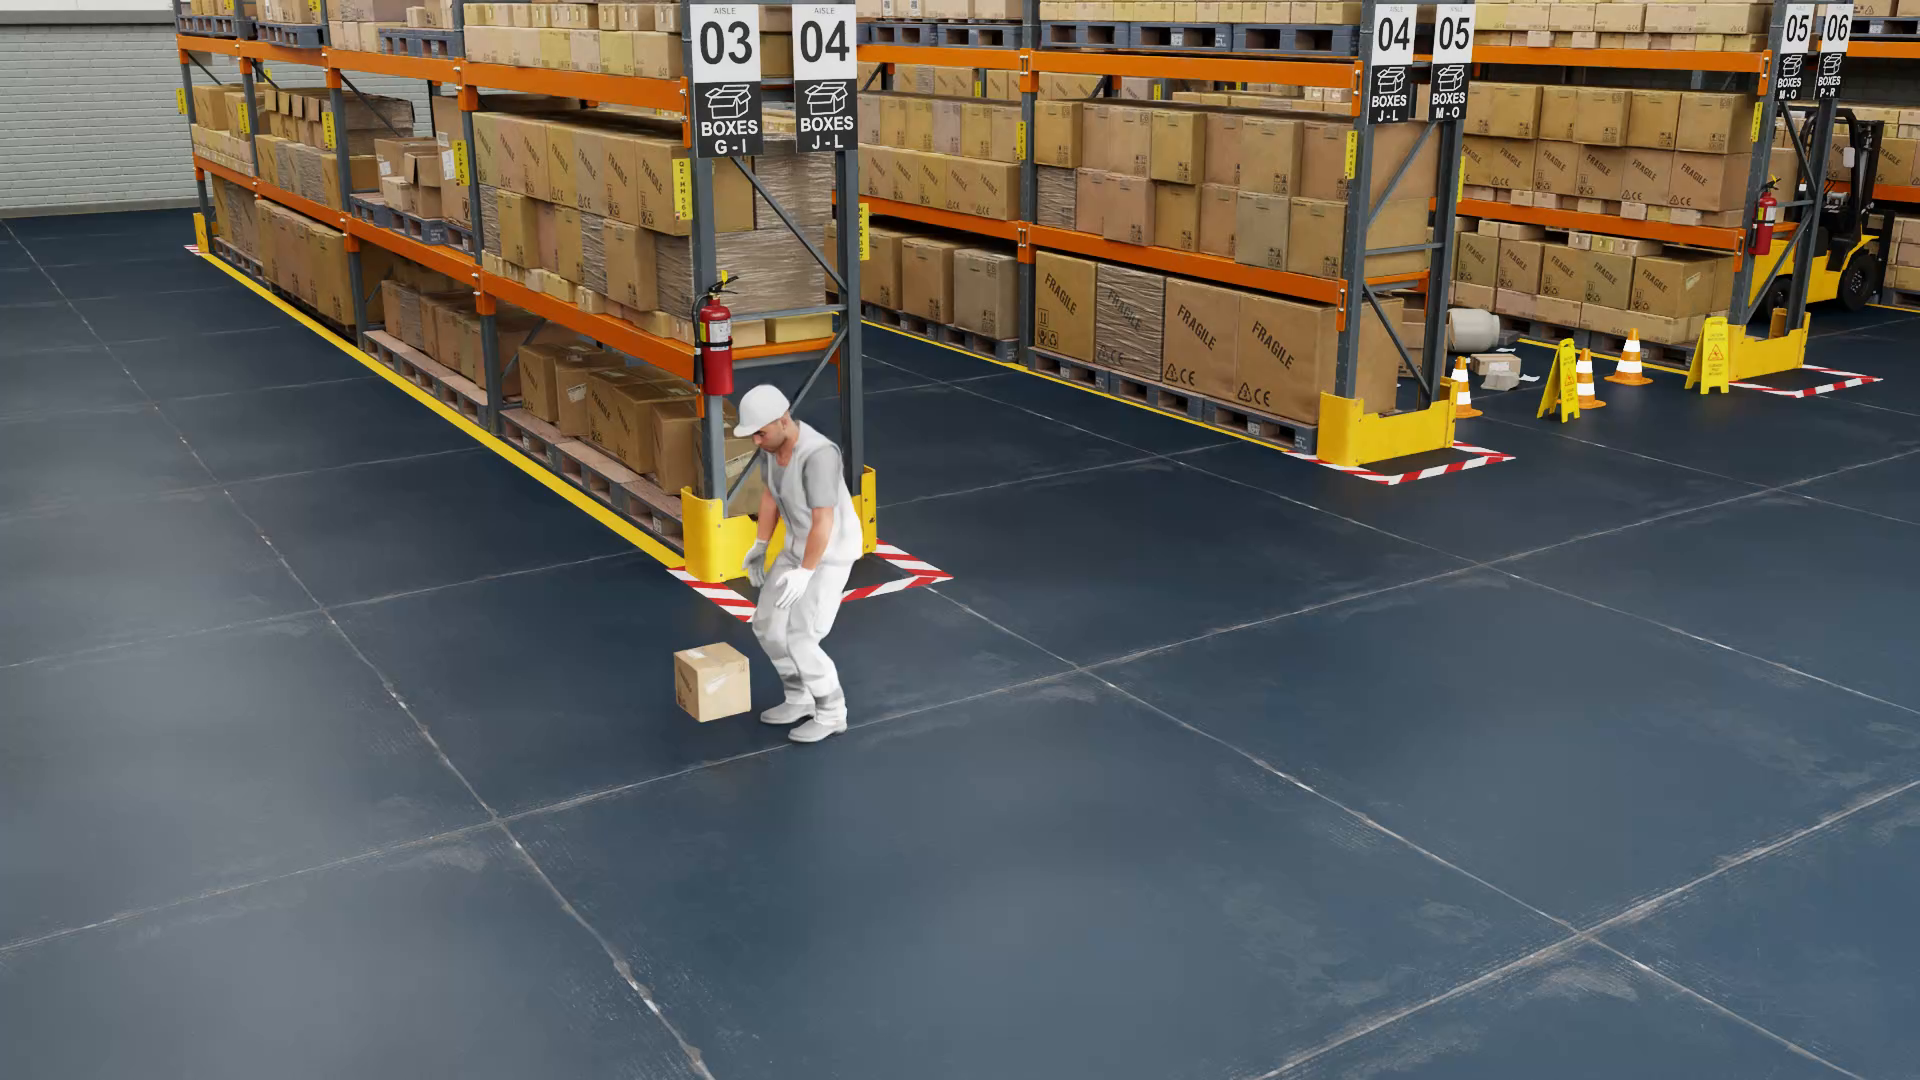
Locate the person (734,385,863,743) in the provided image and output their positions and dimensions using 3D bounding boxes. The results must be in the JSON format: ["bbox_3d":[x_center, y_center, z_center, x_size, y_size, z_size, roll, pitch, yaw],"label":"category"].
[{"bbox_3d":[-0.719,0.097,7.450,0.580,1.647,0.564,-11,21,-30],"label":"person"}]
